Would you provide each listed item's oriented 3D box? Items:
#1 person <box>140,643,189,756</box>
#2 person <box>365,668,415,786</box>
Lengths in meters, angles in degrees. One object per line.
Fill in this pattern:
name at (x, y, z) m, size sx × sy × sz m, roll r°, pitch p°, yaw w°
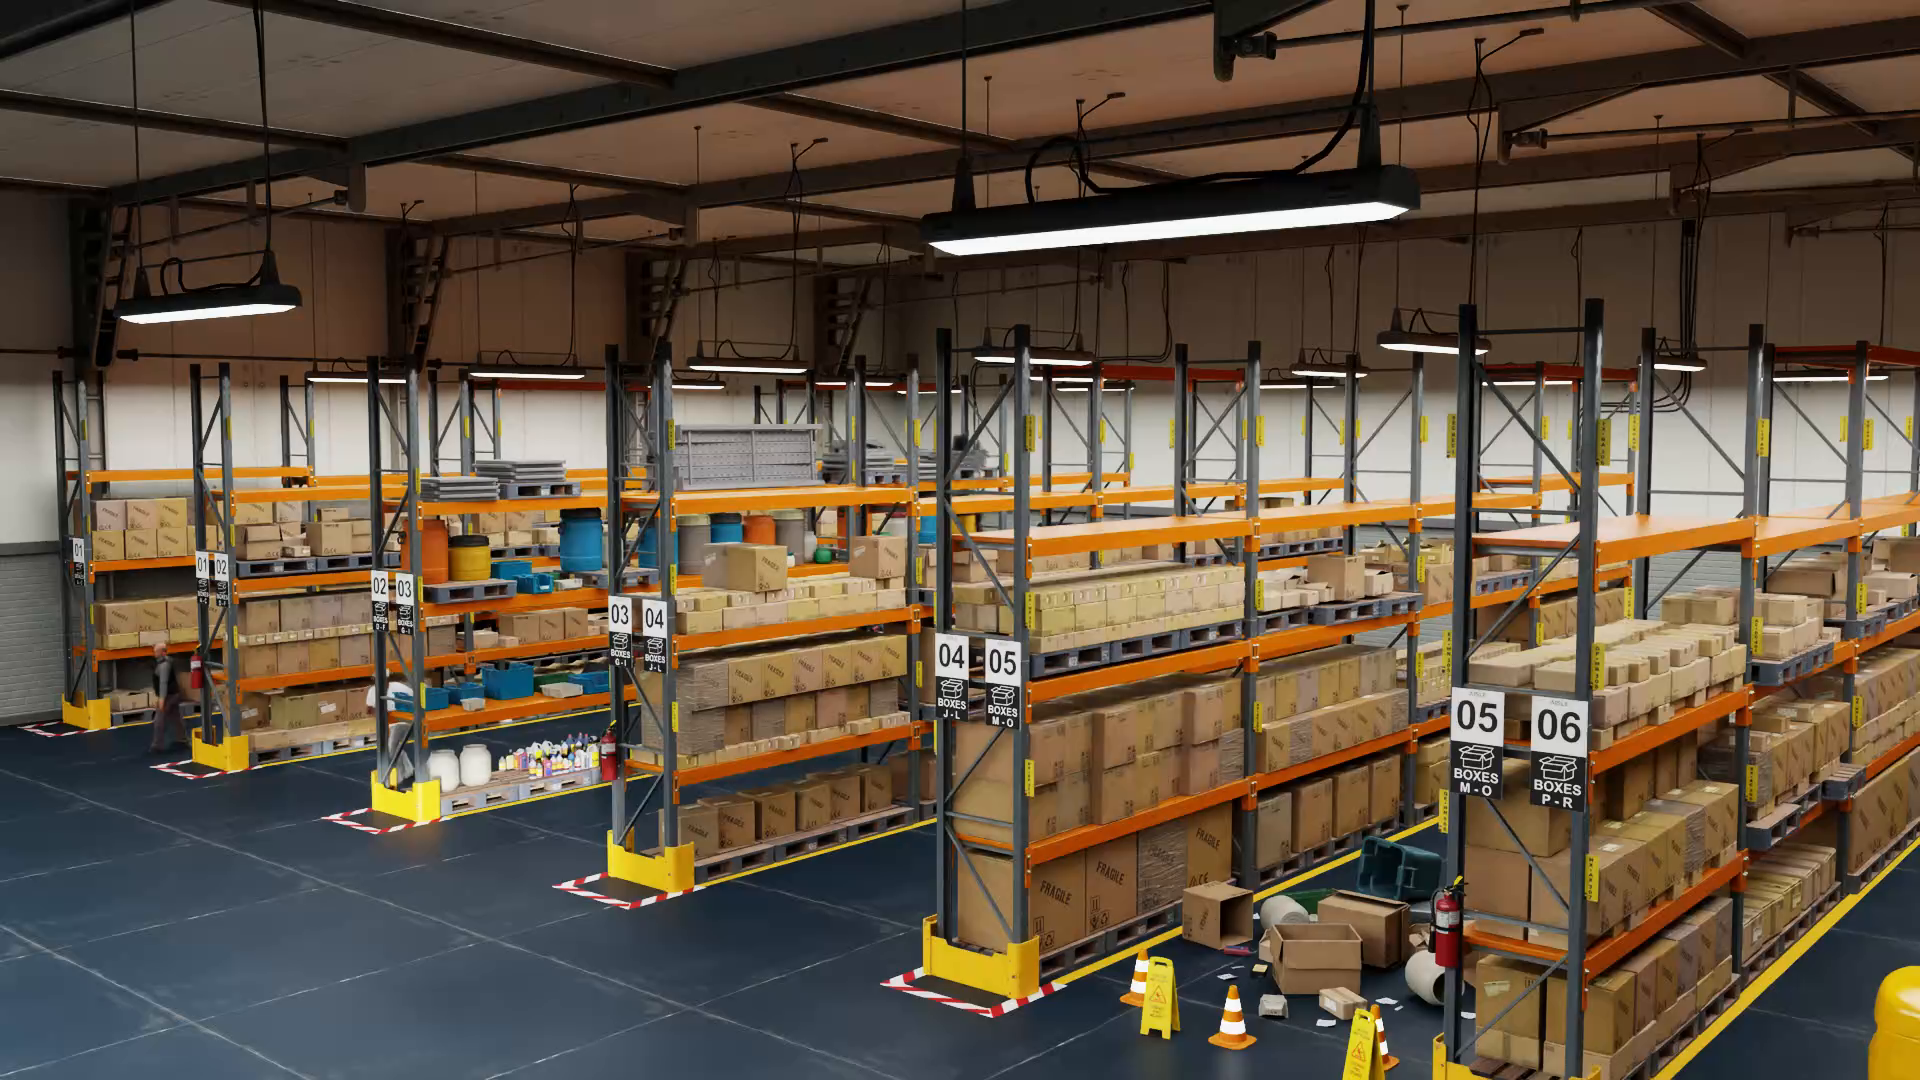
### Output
person at (-12.420, 2.441, 25.912) m, size 0.677 × 1.725 × 0.731 m, roll -2°, pitch 5°, yaw -24°
person at (-8.052, 2.609, 23.552) m, size 0.647 × 1.685 × 0.916 m, roll 2°, pitch 4°, yaw 22°
